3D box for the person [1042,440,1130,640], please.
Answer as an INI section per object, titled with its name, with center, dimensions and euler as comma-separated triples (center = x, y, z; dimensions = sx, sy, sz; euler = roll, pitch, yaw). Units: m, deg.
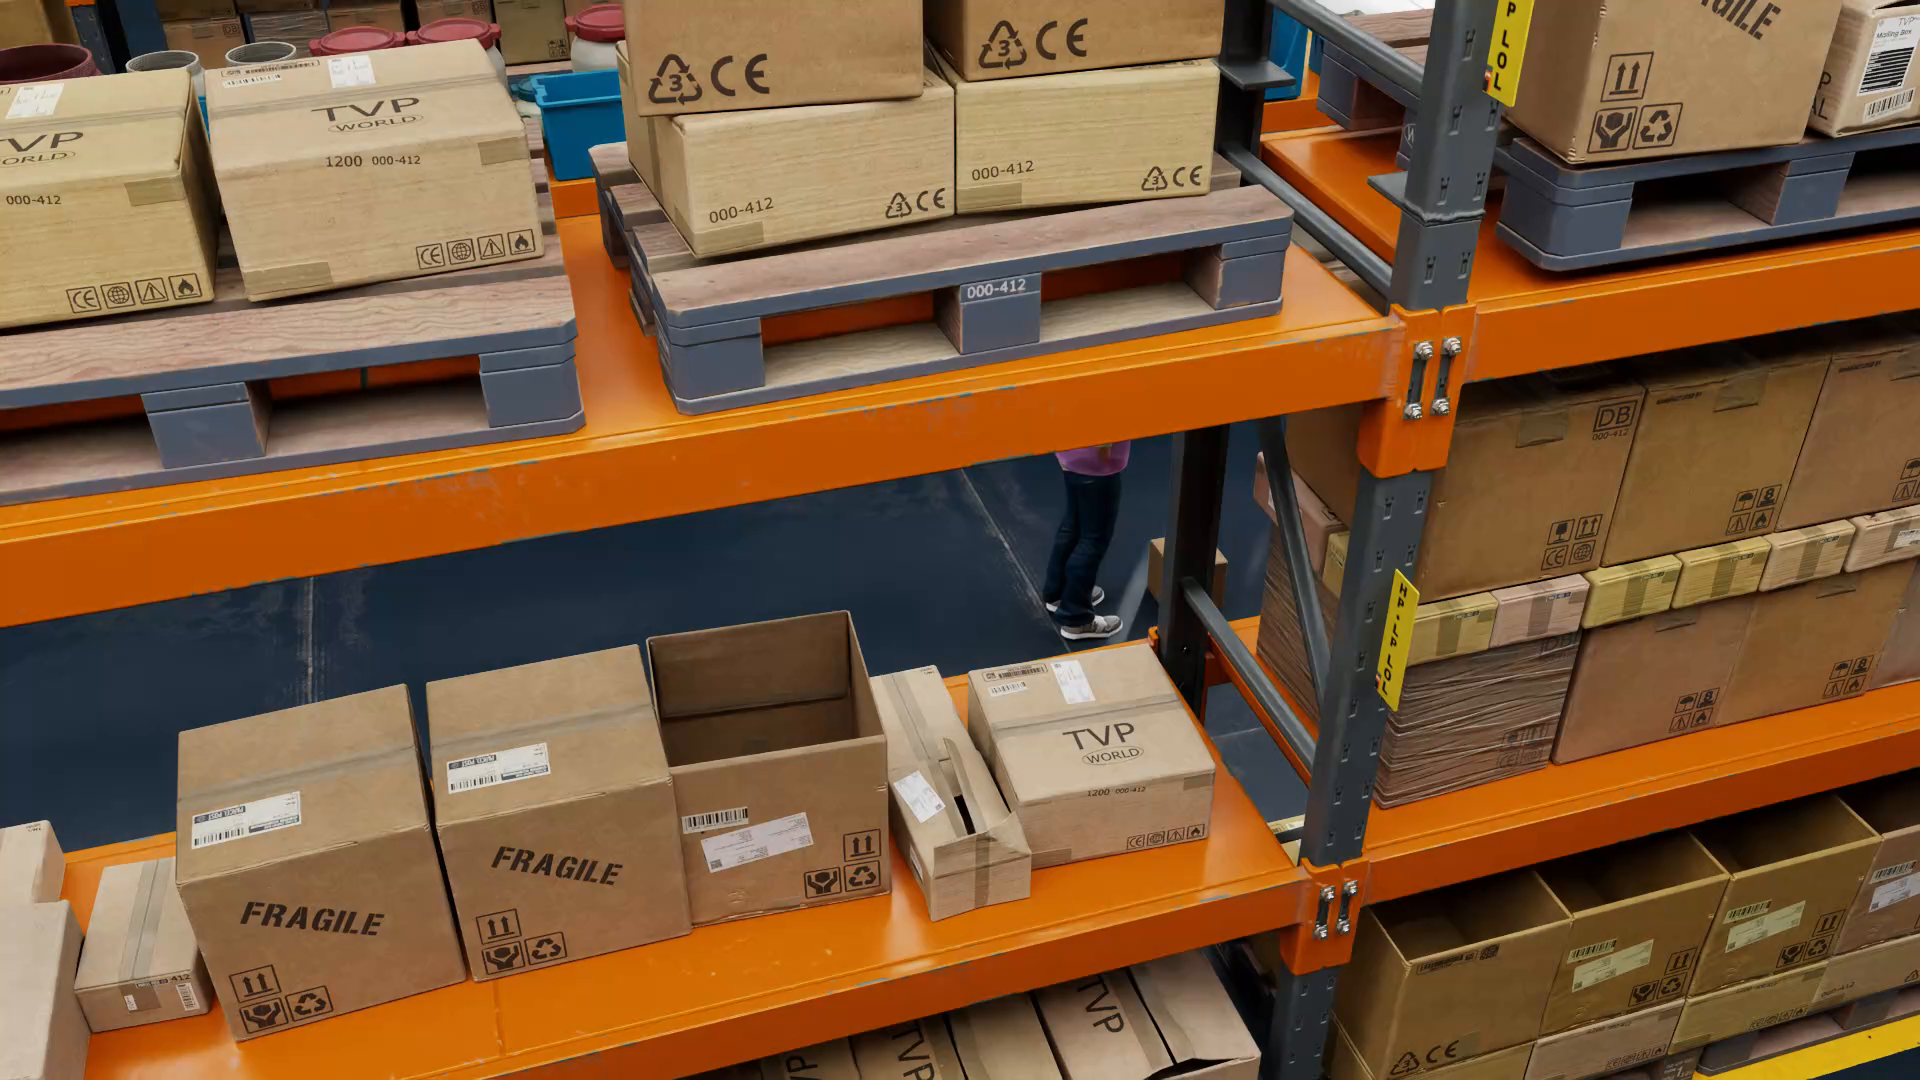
[person]
center = 0.512, -0.335, 6.643
dimensions = 0.308, 1.597, 0.404
euler = -9, 35, -13
